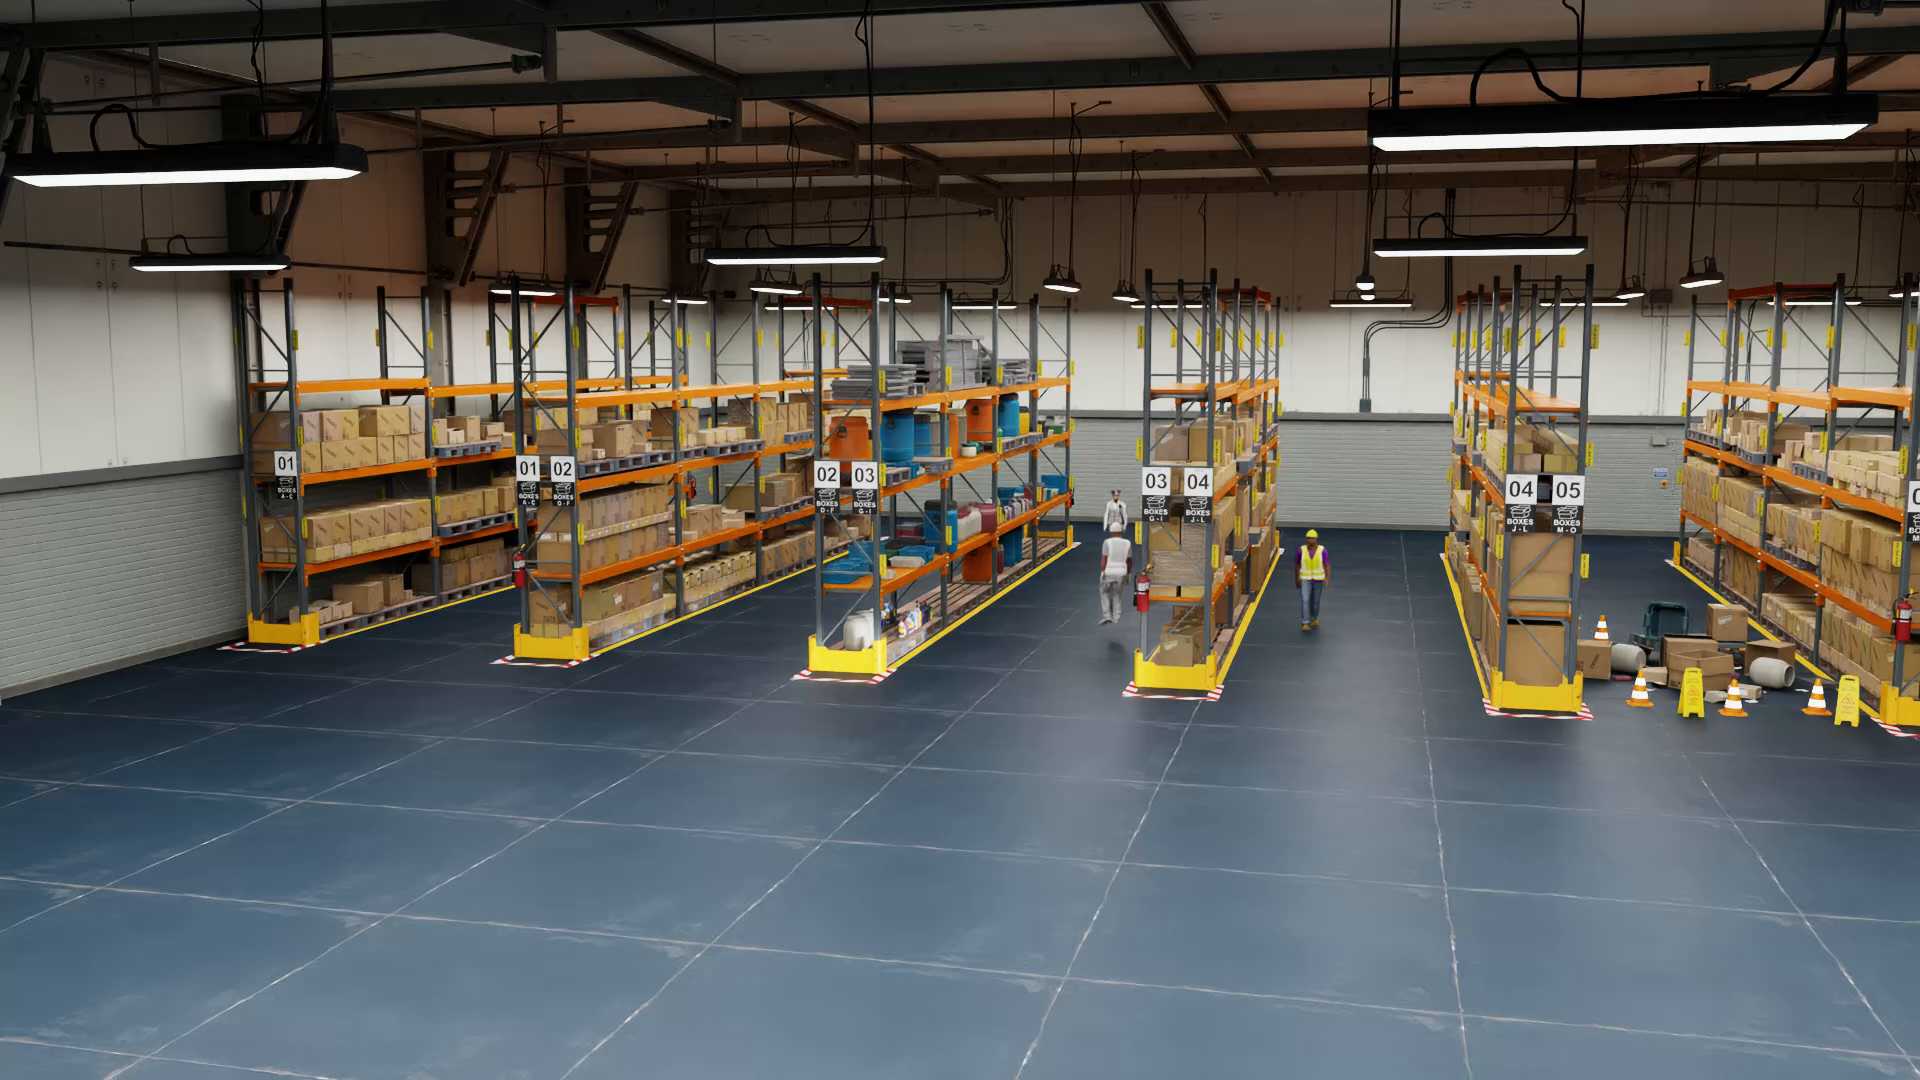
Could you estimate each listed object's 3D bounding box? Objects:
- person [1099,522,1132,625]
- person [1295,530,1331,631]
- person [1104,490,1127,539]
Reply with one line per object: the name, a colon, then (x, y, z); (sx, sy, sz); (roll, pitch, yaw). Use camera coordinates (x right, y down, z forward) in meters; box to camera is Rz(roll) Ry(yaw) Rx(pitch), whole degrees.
person: (2.620, 0.585, 27.948); (0.568, 1.754, 0.540); (0, 7, -3)
person: (6.092, 0.690, 28.725); (0.596, 1.719, 1.009); (1, 7, 10)
person: (3.545, -0.354, 37.824); (0.511, 1.614, 1.049); (2, 7, 13)
